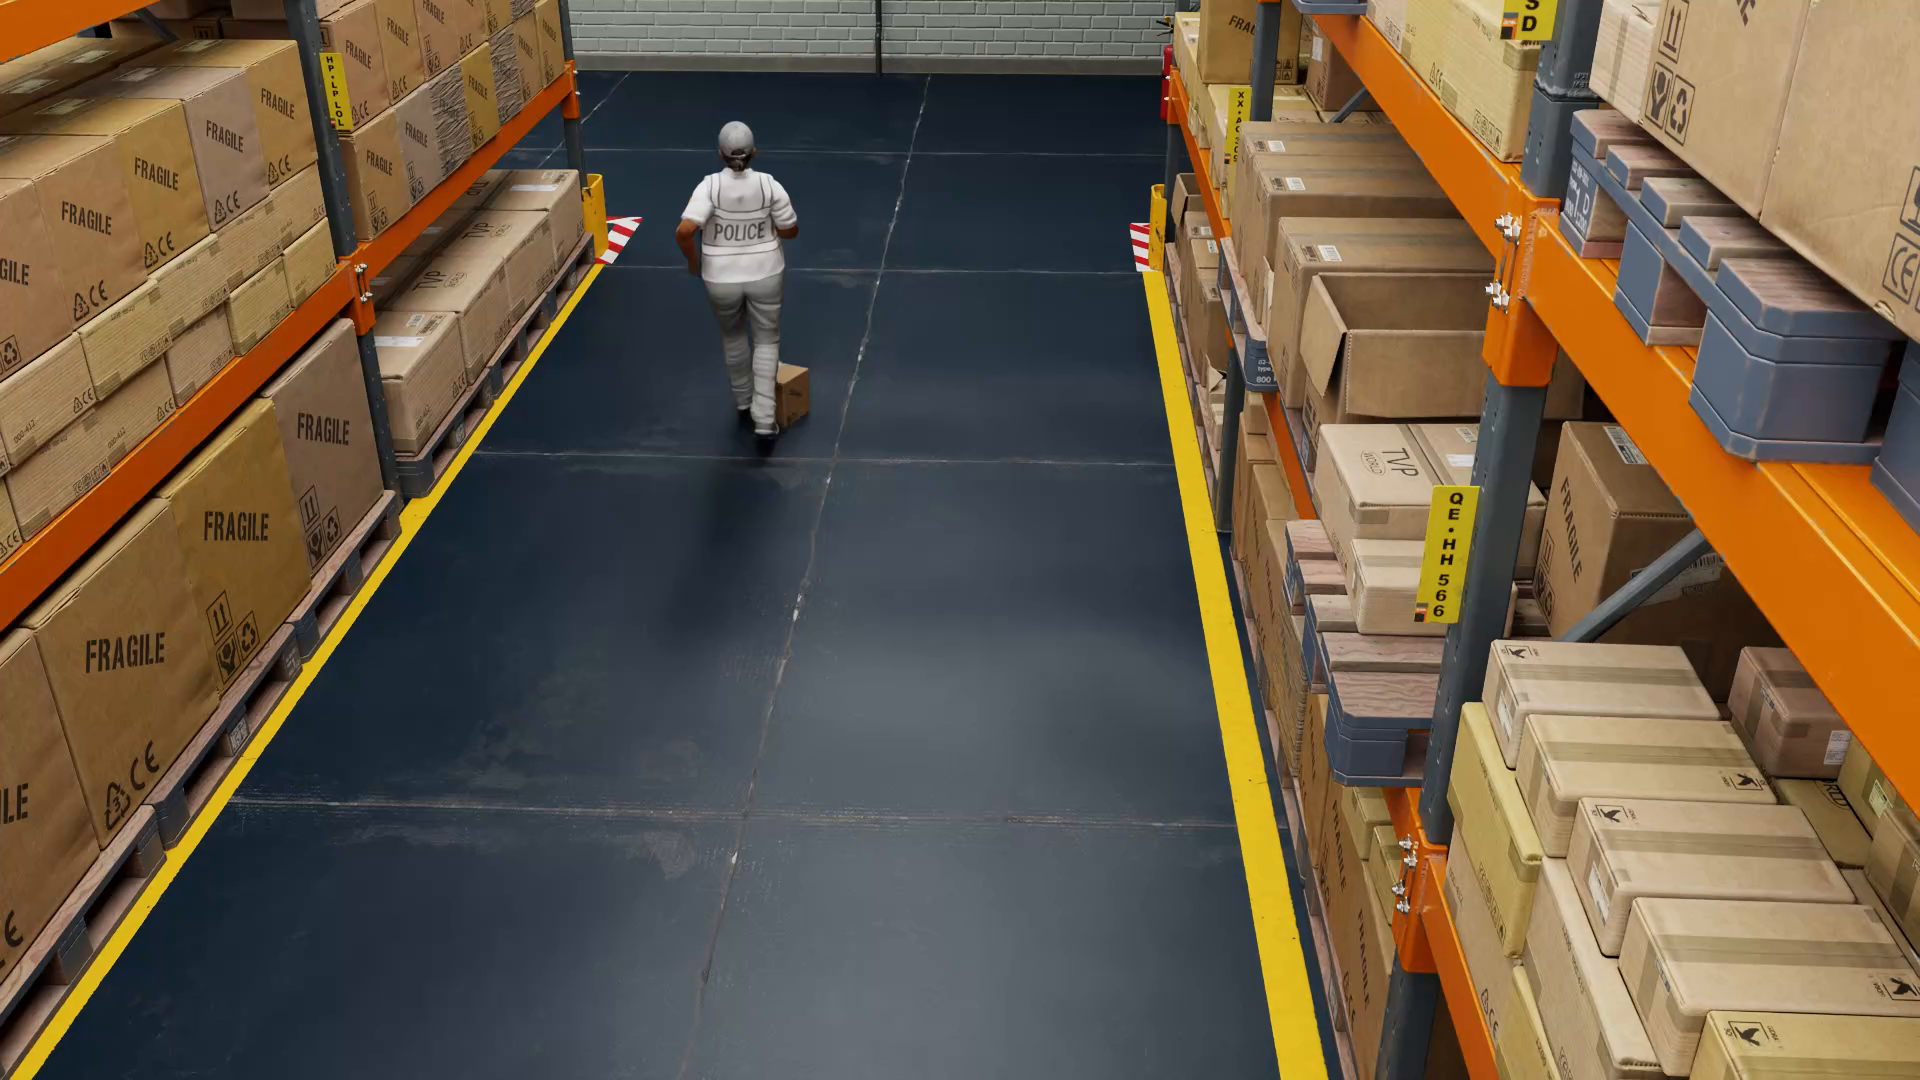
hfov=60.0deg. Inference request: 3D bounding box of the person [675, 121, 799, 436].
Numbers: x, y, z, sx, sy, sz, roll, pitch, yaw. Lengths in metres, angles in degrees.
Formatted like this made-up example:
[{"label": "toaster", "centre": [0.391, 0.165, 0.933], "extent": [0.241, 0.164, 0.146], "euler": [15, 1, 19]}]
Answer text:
[{"label": "person", "centre": [-1.125, -1.344, 8.613], "extent": [0.602, 1.680, 0.777], "euler": [-2, 28, -4]}]
